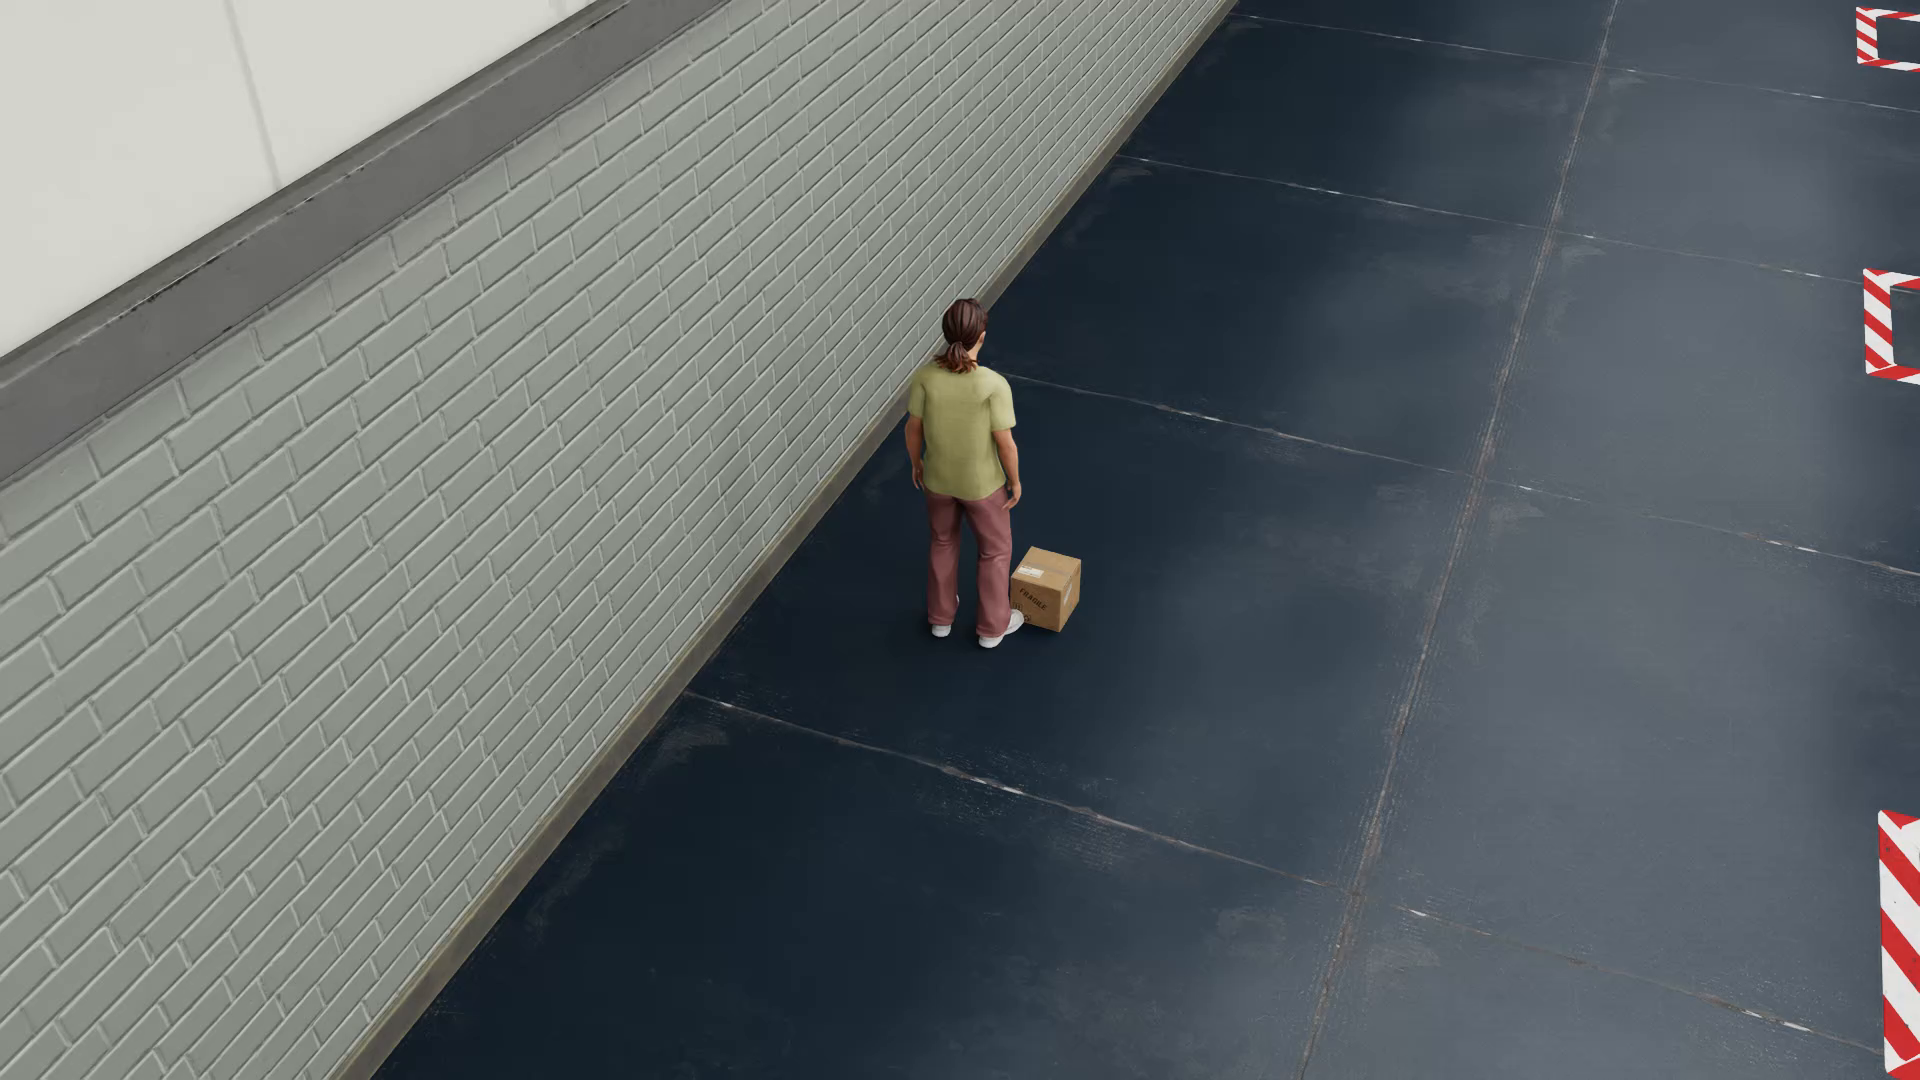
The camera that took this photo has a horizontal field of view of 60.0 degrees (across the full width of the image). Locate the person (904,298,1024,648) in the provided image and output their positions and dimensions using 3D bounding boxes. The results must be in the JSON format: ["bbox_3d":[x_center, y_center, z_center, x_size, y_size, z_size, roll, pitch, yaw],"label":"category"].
[{"bbox_3d":[0.023,-0.266,7.165,0.500,1.672,0.359,12,39,16],"label":"person"}]
